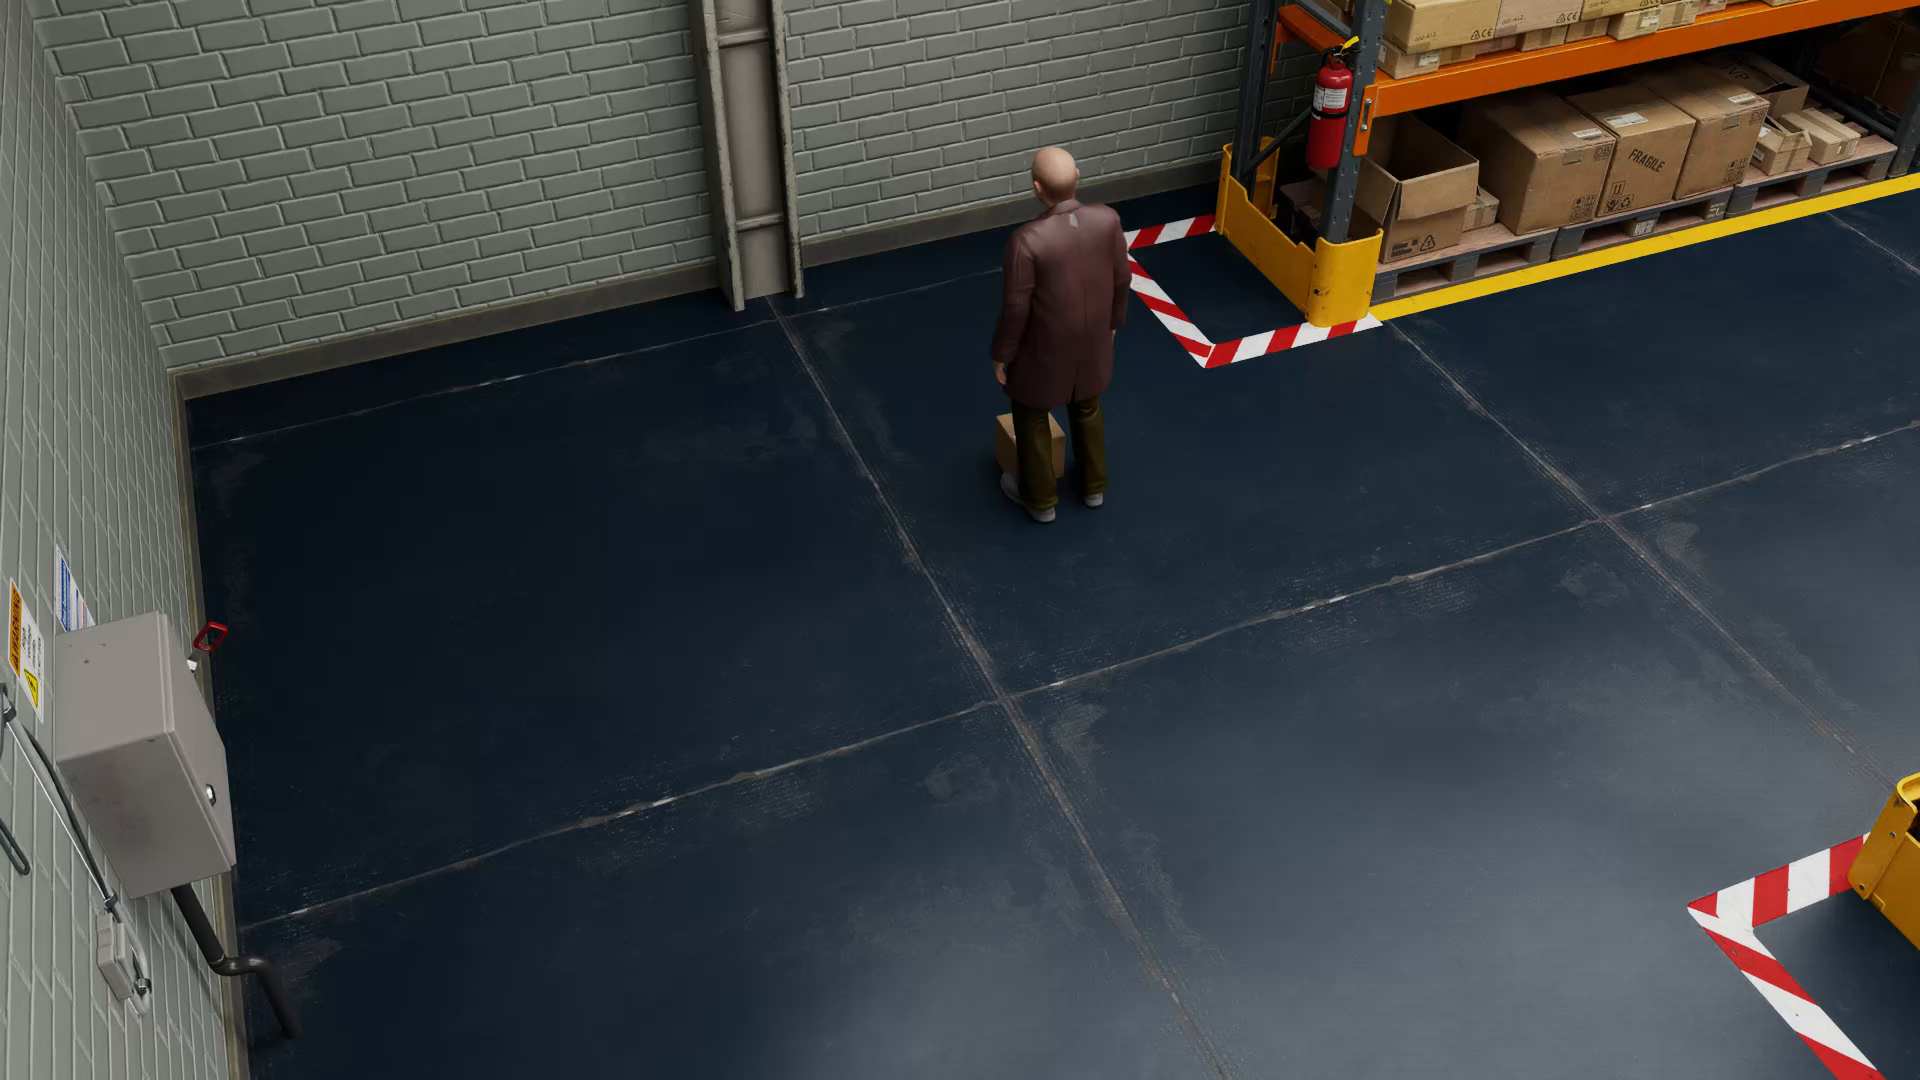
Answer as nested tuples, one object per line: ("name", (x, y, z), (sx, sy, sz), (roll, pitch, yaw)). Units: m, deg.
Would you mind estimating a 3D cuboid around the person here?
("person", (0.420, -0.859, 7.153), (0.649, 1.772, 0.429), (-18, 44, -19))
